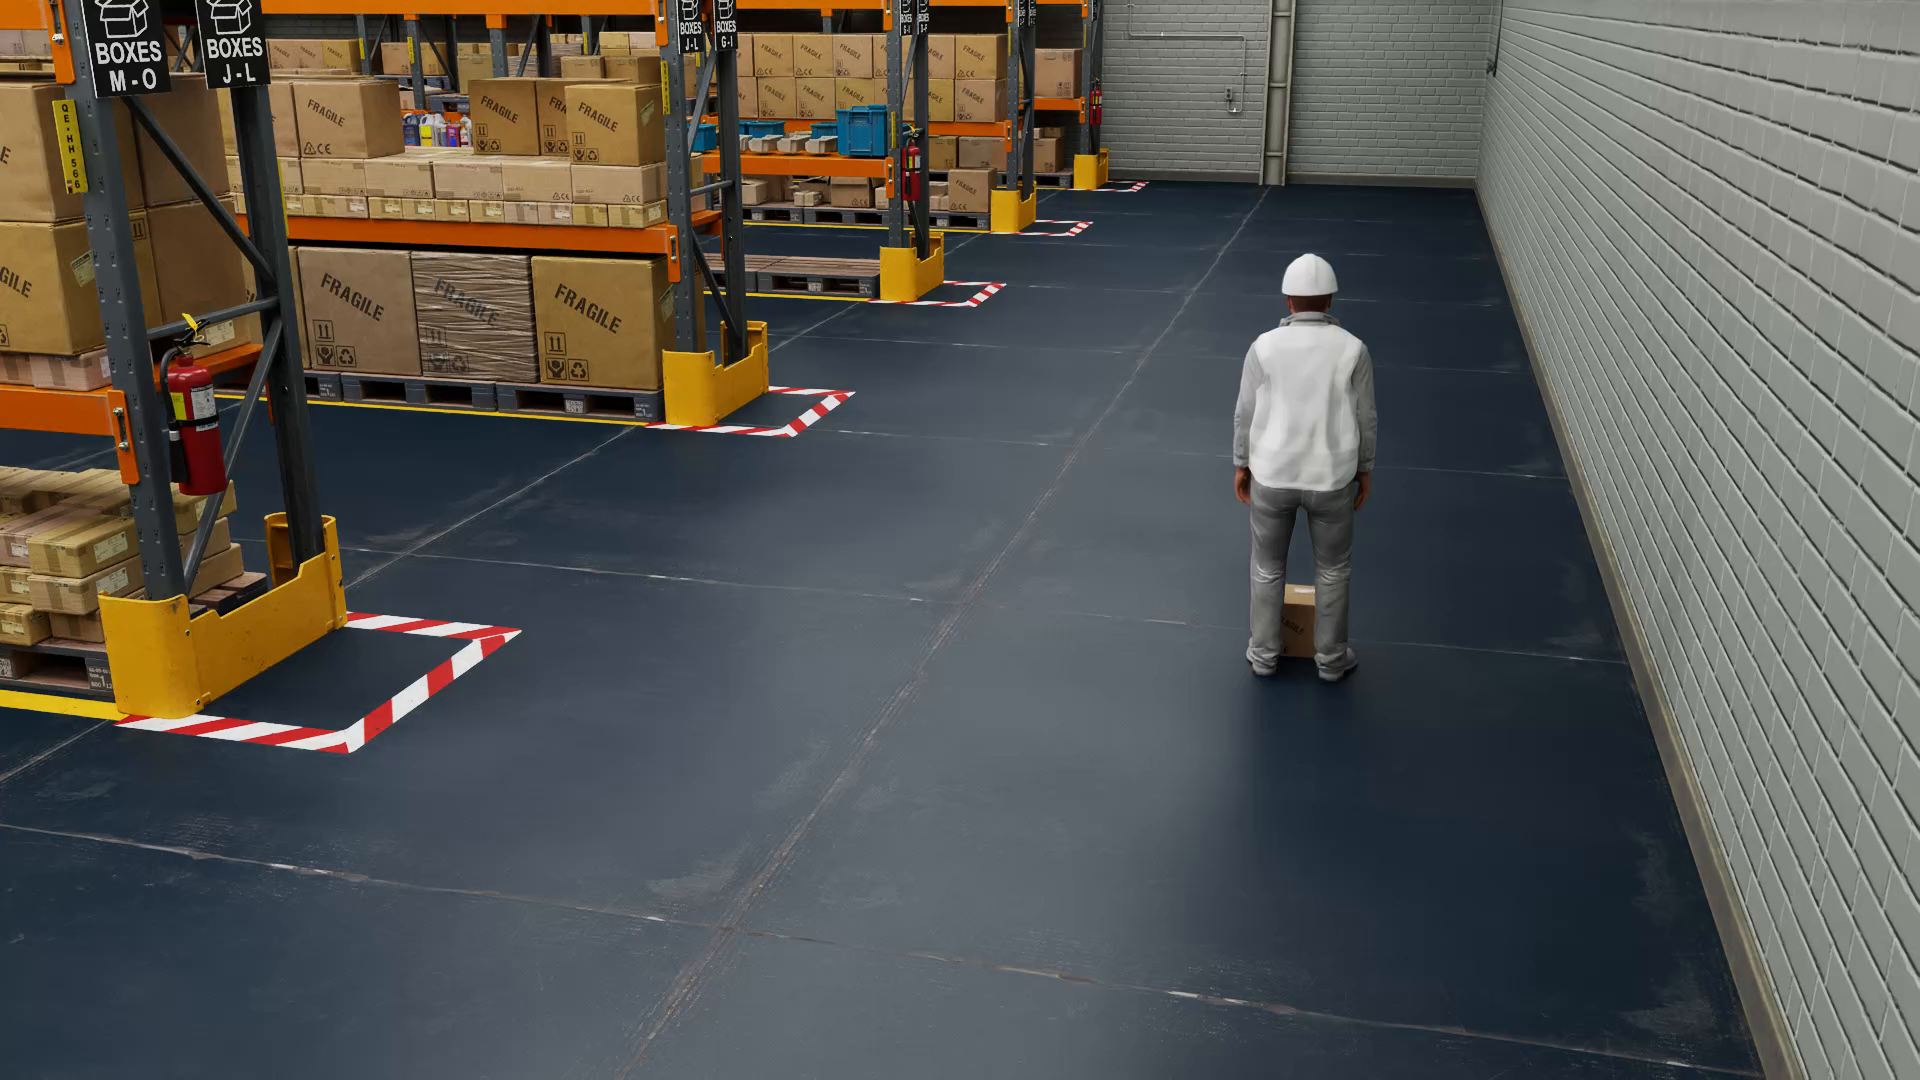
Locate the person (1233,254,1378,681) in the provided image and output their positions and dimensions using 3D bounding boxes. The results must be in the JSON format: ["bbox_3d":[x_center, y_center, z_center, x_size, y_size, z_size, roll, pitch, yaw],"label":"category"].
[{"bbox_3d":[1.418,-0.285,6.887,0.578,1.770,0.466,4,18,11],"label":"person"}]
